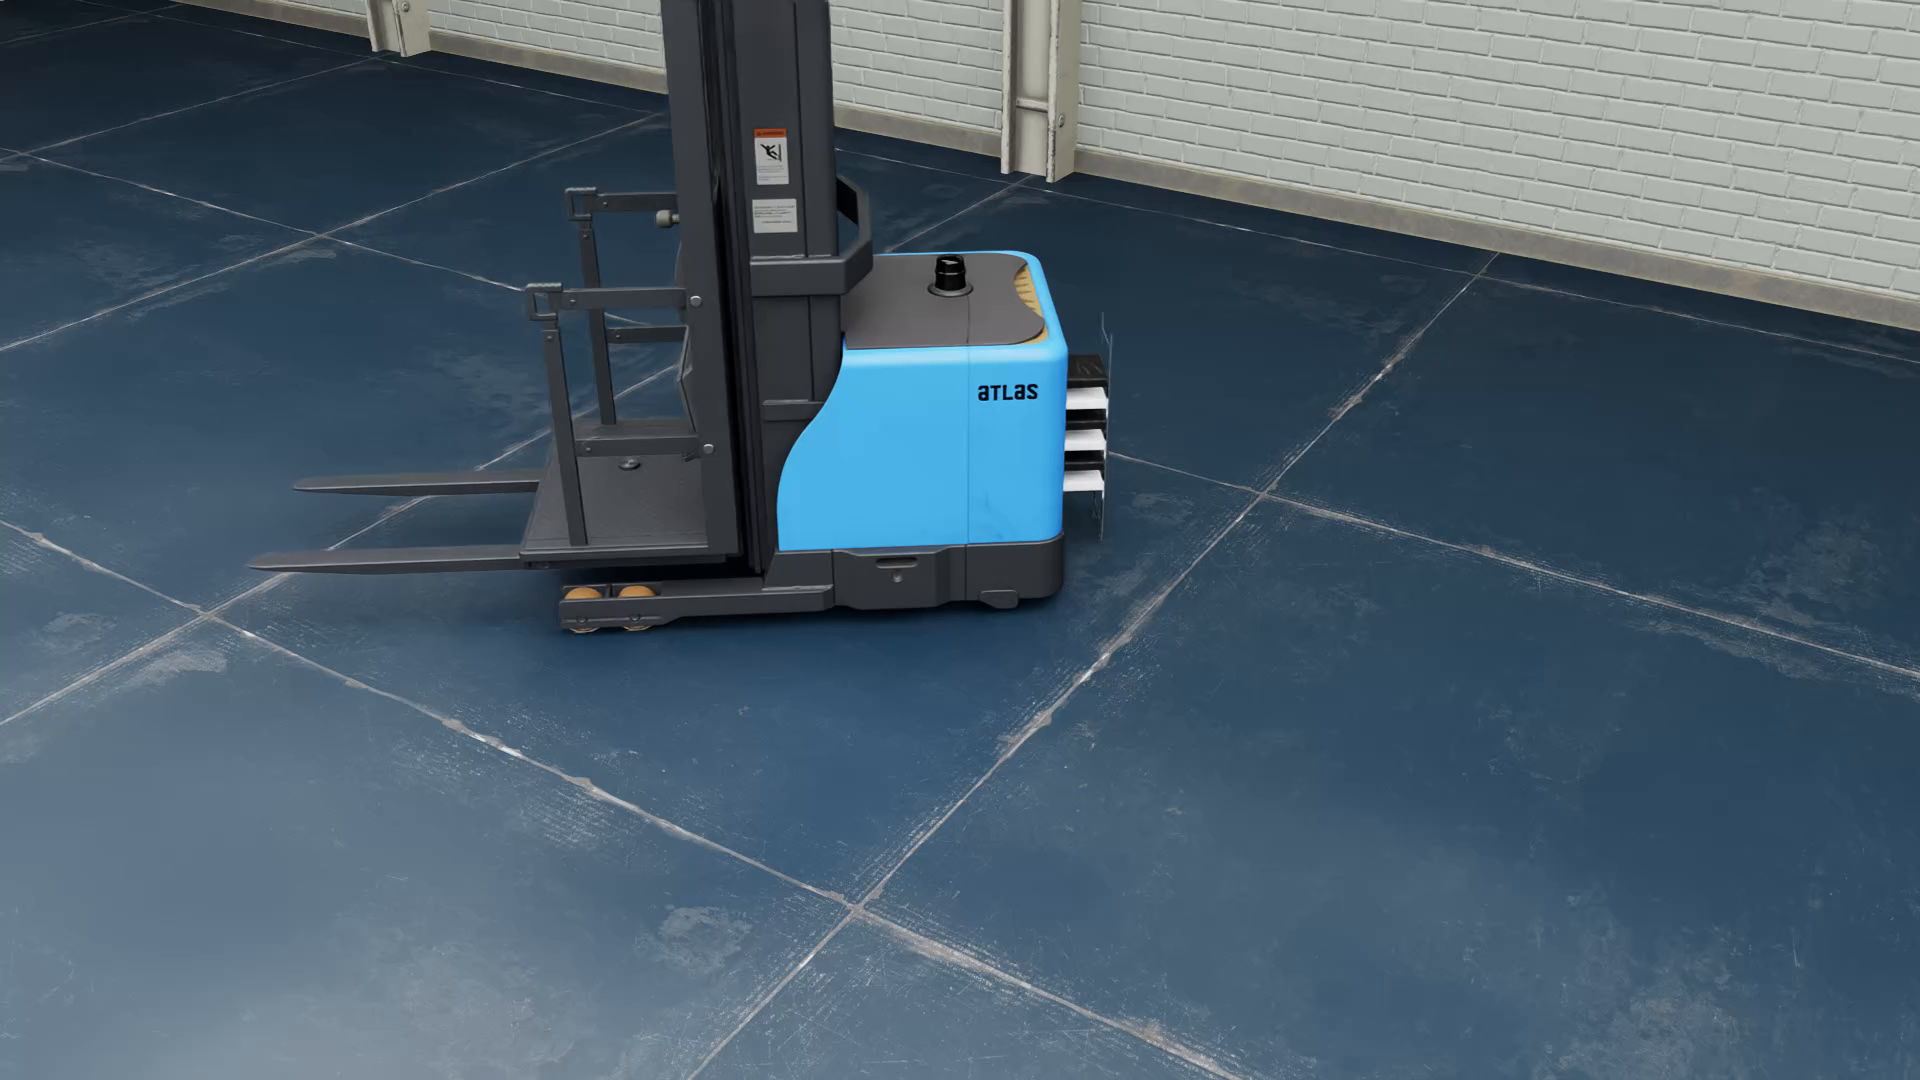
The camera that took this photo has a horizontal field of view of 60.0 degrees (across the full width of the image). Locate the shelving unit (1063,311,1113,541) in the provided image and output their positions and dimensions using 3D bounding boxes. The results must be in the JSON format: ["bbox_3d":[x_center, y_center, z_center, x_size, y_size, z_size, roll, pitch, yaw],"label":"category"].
[{"bbox_3d":[0.464,-0.441,6.613,0.210,0.900,0.258,-2,30,-4],"label":"shelving unit"}]

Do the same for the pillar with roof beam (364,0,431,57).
[{"bbox_3d":[-6.858,-6.071,8.227,0.400,9.000,9.100,18,35,27],"label":"pillar with roof beam"}]

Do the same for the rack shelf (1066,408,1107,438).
[{"bbox_3d":[0.464,-0.490,6.585,0.200,0.077,0.258,-2,30,-4],"label":"rack shelf"}]

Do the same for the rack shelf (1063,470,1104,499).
[{"bbox_3d":[0.464,-0.257,6.721,0.200,0.077,0.258,-2,30,-4],"label":"rack shelf"}]

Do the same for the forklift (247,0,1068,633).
[{"bbox_3d":[-1.148,-1.199,5.896,3.031,2.935,1.130,-2,30,-4],"label":"forklift"}]

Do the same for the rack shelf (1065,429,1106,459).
[{"bbox_3d":[0.464,-0.412,6.630,0.200,0.077,0.258,-2,30,-4],"label":"rack shelf"}]

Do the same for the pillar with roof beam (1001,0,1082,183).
[{"bbox_3d":[-1.776,-4.464,5.472,0.400,9.000,9.100,18,35,27],"label":"pillar with roof beam"}]

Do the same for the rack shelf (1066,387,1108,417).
[{"bbox_3d":[0.464,-0.568,6.539,0.200,0.077,0.258,-2,30,-4],"label":"rack shelf"}]

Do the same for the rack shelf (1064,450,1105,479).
[{"bbox_3d":[0.464,-0.335,6.675,0.200,0.077,0.258,-2,30,-4],"label":"rack shelf"}]

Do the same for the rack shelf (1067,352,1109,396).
[{"bbox_3d":[0.464,-0.646,6.494,0.200,0.077,0.258,-2,30,-4],"label":"rack shelf"}]

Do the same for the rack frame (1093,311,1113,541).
[{"bbox_3d":[0.566,-0.445,6.620,0.006,0.900,0.240,-2,30,-4],"label":"rack frame"}]
